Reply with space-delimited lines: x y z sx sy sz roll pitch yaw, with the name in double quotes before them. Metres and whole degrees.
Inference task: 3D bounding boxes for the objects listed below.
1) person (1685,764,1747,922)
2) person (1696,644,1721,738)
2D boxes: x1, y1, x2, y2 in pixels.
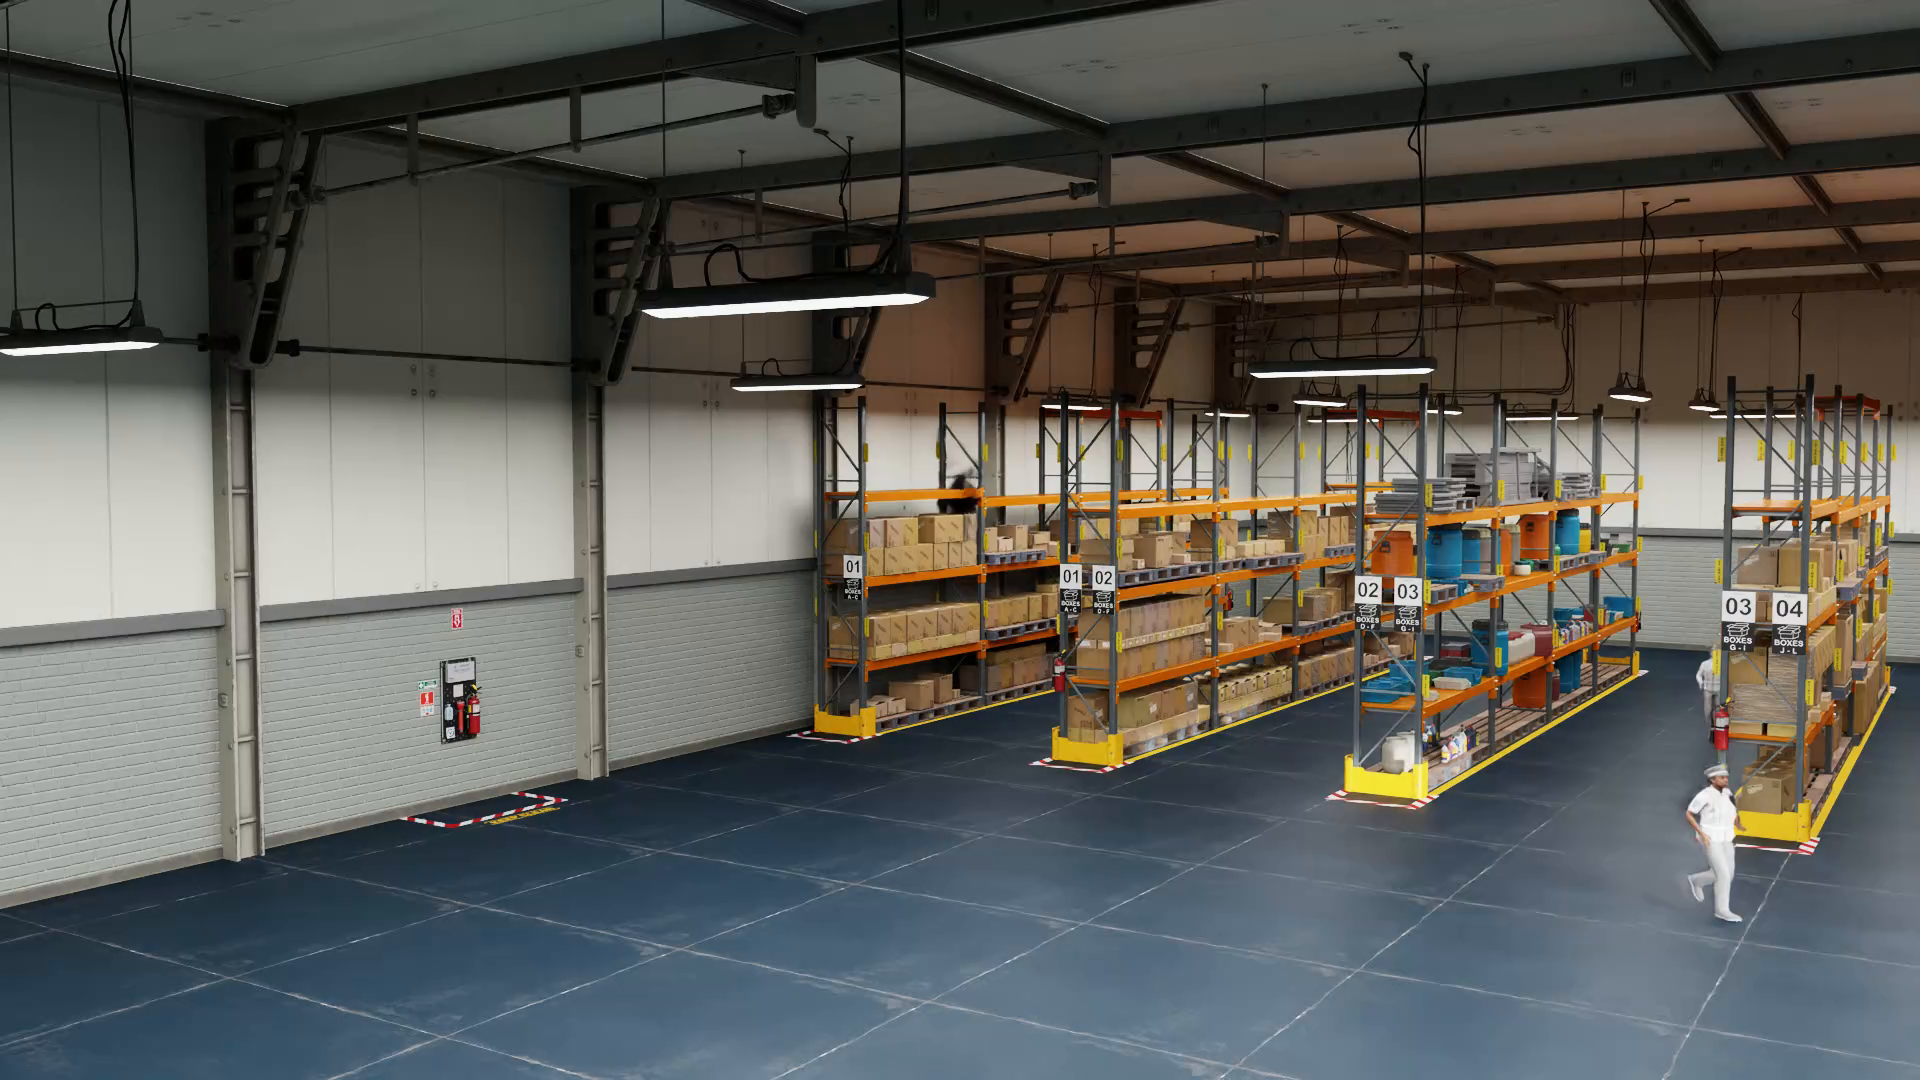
"person" 8.121 3.222 17.939 0.576 1.665 0.734 -1 3 -23
"person" 13.216 2.645 29.150 0.612 1.648 0.576 2 4 32
